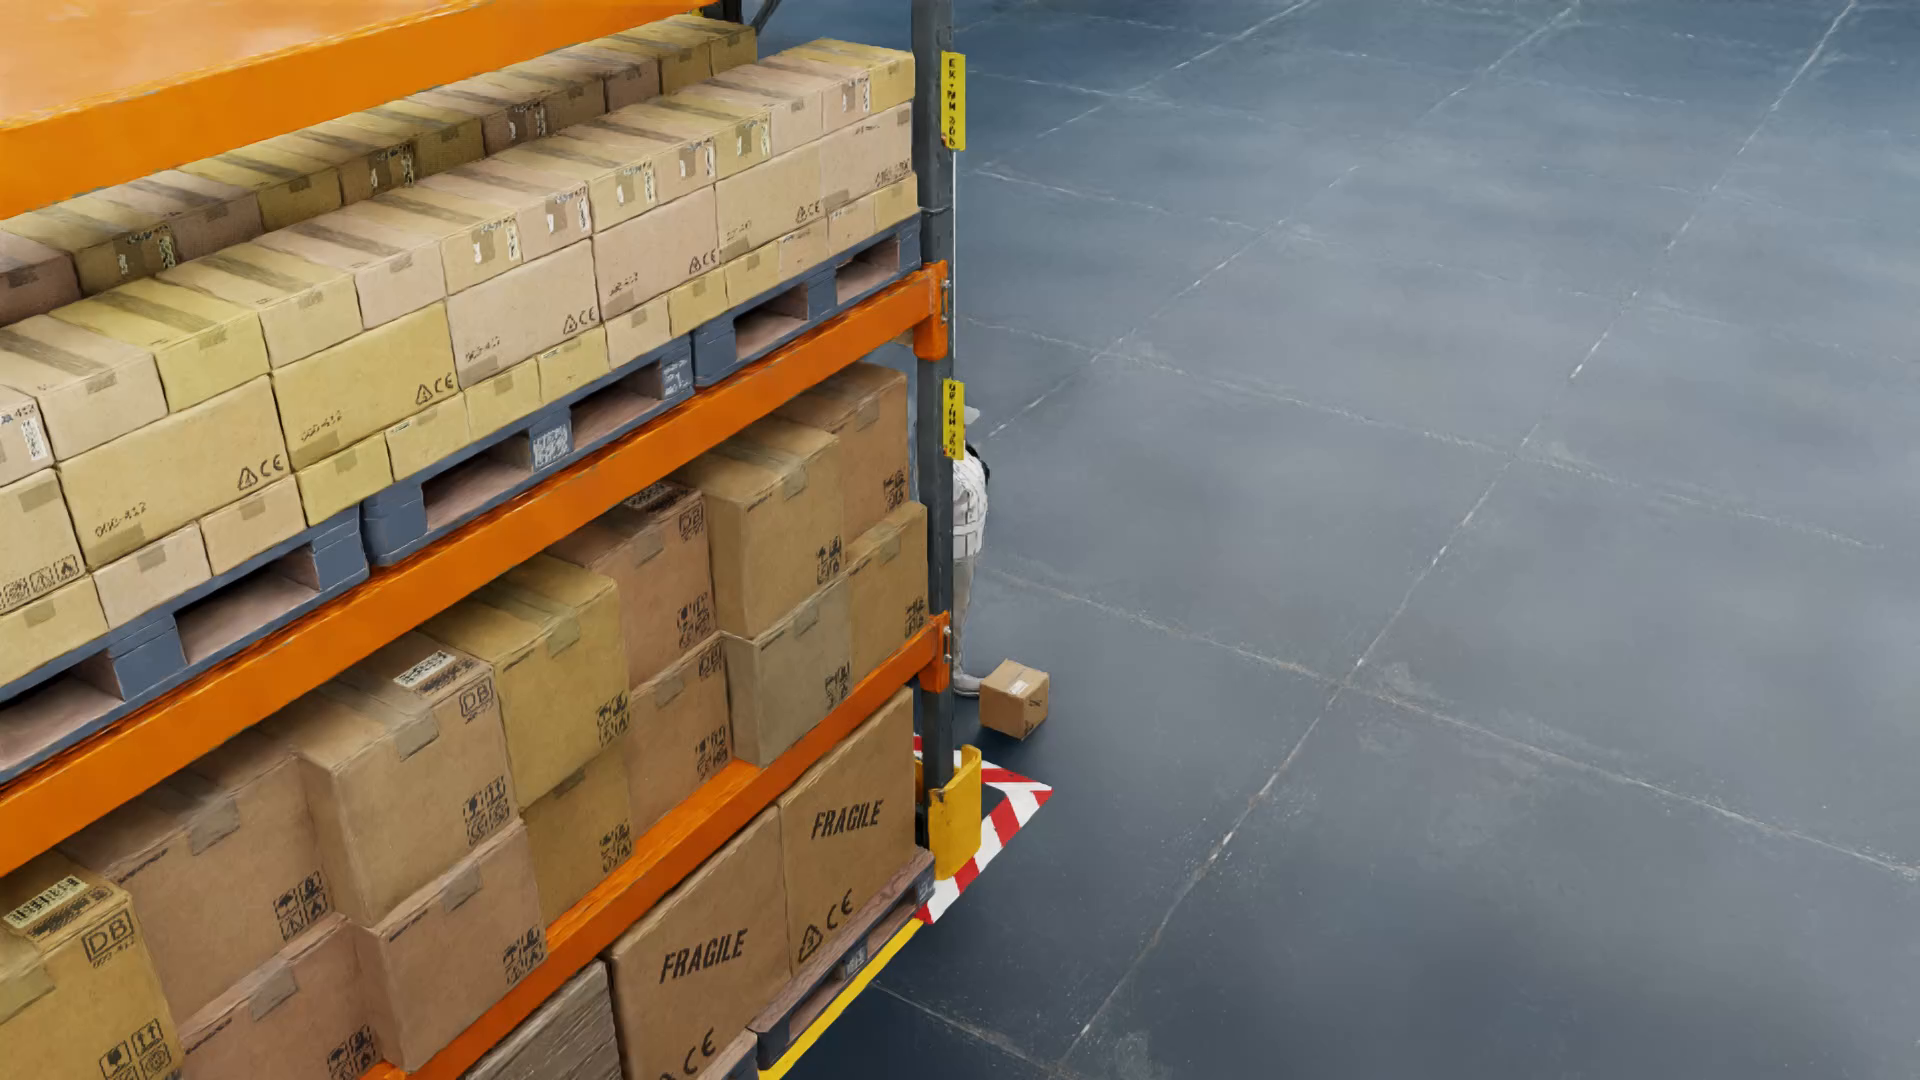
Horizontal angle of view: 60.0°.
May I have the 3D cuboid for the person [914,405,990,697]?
[{"bbox_3d":[-0.090,0.016,8.127,0.494,1.667,0.554,3,31,5],"label":"person"}]
